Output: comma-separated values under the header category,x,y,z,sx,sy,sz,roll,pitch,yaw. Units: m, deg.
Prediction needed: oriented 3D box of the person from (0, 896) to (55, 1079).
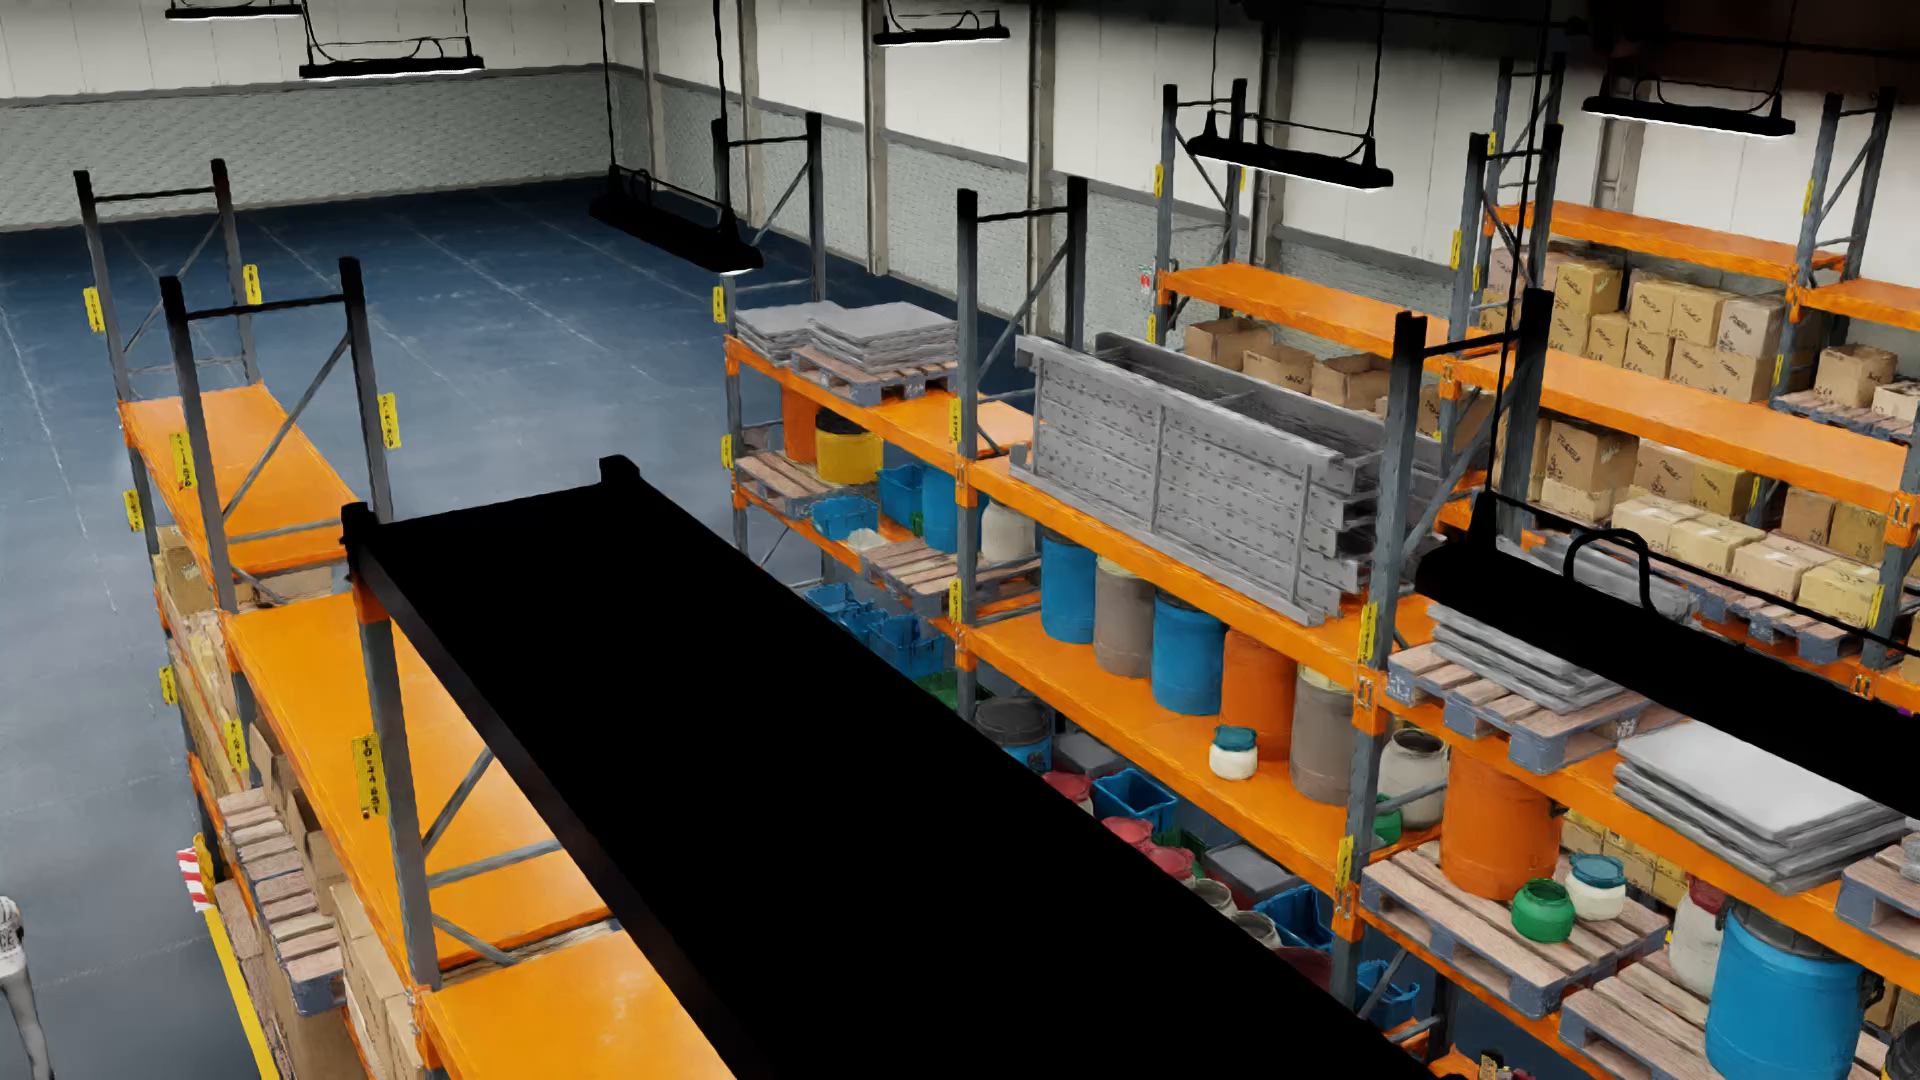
category,x,y,z,sx,sy,sz,roll,pitch,yaw
person,-6.758,3.012,11.671,0.448,1.617,0.996,-17,28,-37

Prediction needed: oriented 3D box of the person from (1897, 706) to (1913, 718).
category,x,y,z,sx,sy,sz,roll,pitch,yaw
person,8.168,1.945,14.172,0.607,1.762,0.456,11,24,26
